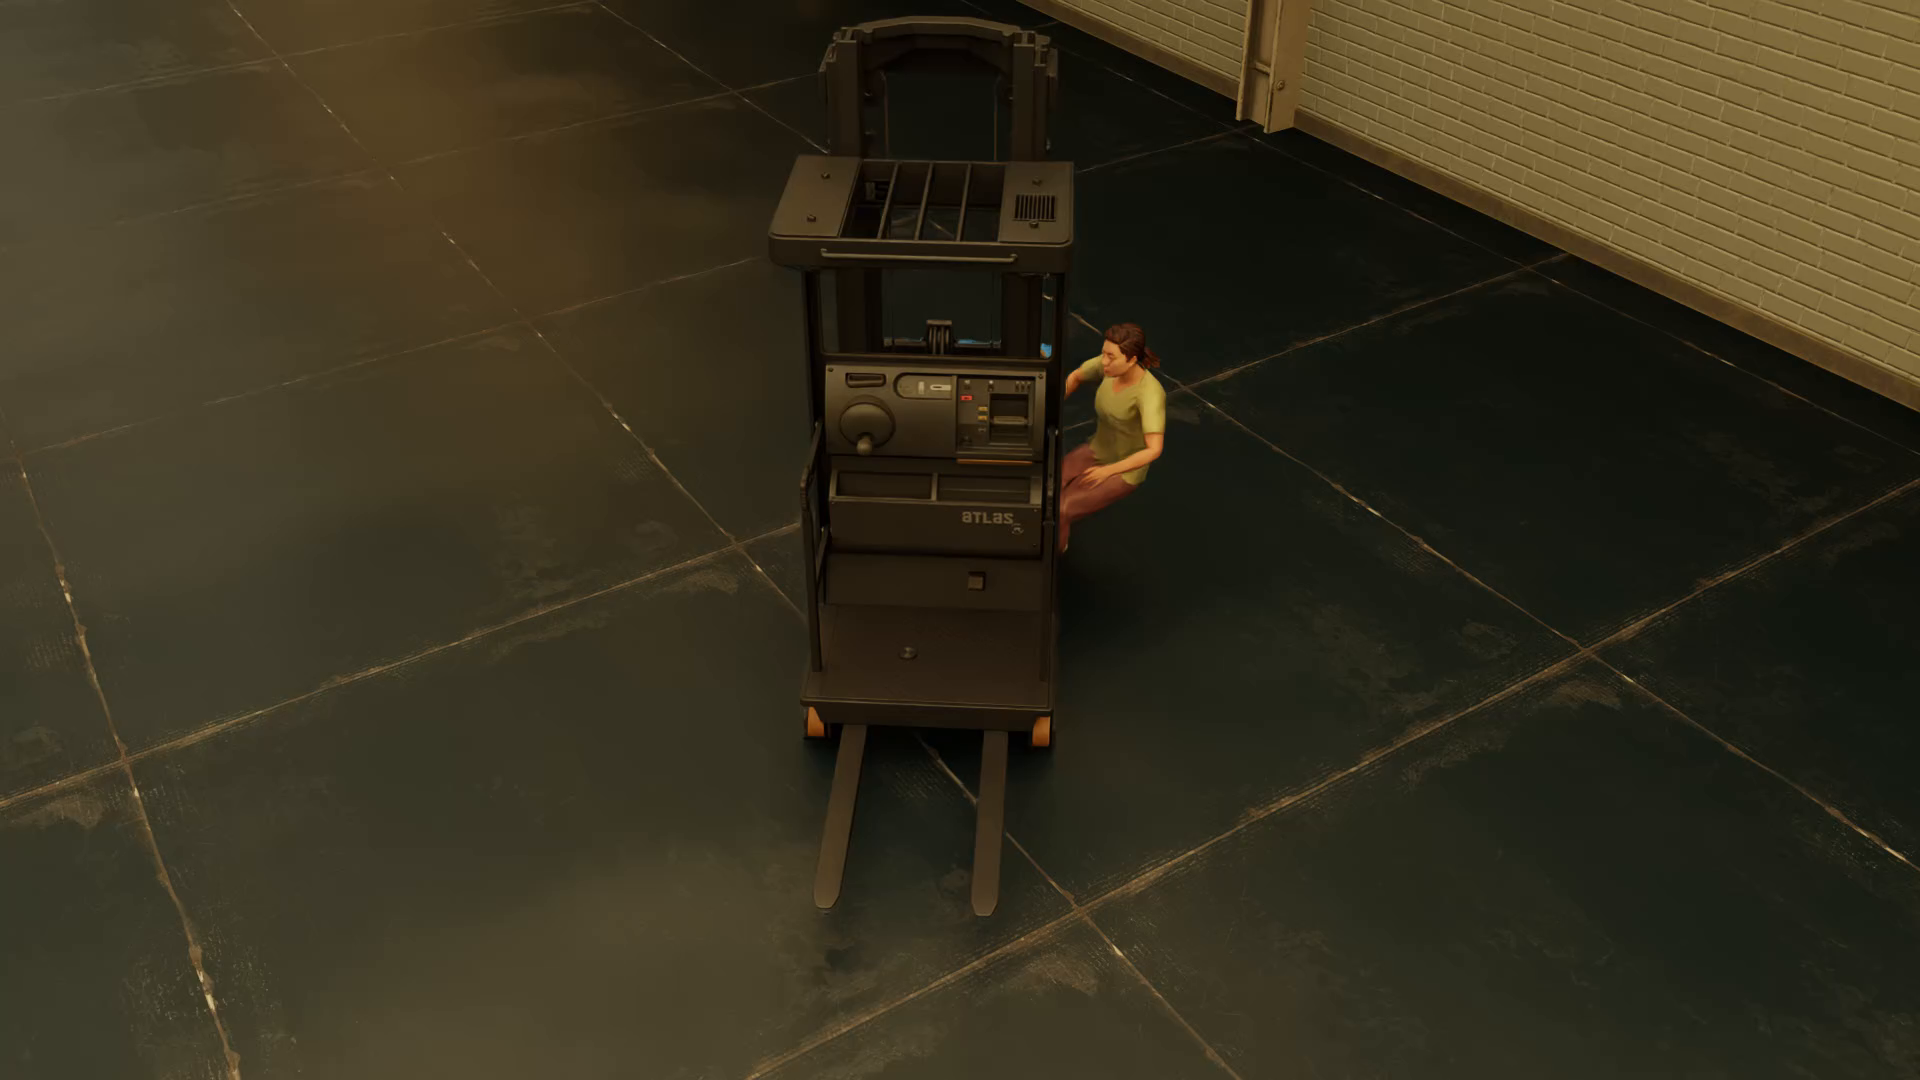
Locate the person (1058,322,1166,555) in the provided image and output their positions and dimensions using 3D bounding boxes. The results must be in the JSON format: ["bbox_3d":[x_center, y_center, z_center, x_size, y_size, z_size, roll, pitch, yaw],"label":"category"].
[{"bbox_3d":[0.561,-0.335,7.971,0.820,1.461,0.728,-22,41,-28],"label":"person"}]

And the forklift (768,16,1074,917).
[{"bbox_3d":[-0.116,-0.476,6.826,1.130,2.935,3.031,2,35,3],"label":"forklift"}]
